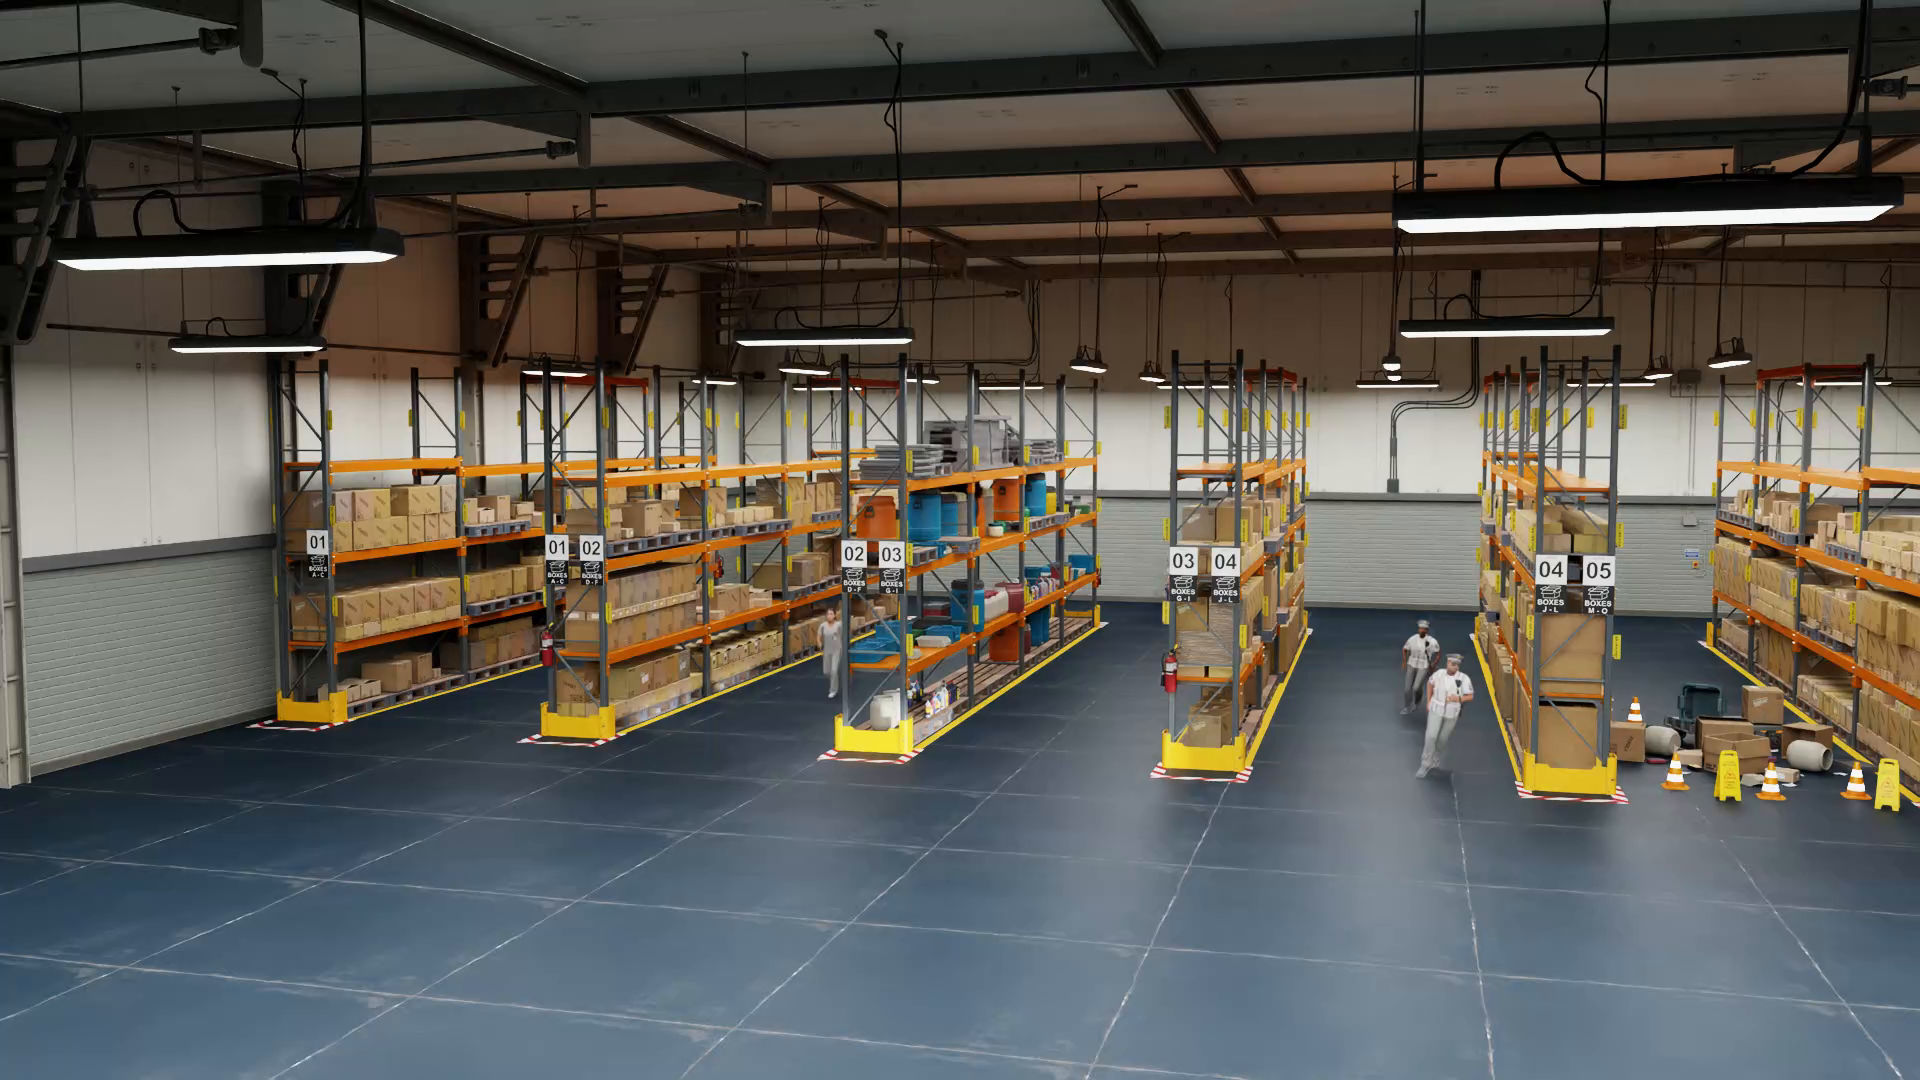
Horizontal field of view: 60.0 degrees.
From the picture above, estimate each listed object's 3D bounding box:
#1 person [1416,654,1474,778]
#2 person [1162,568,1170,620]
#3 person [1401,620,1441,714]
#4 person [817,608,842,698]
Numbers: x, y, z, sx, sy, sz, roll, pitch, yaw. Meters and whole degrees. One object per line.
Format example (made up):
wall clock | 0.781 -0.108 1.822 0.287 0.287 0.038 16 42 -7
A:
person | 6.822 2.433 23.427 0.776 1.720 0.861 1 4 12
person | 5.394 1.231 41.414 0.529 1.582 0.670 3 5 40
person | 7.777 2.163 28.138 0.642 1.631 0.517 2 5 30
person | -2.322 2.038 30.188 0.551 1.642 0.742 1 4 9
